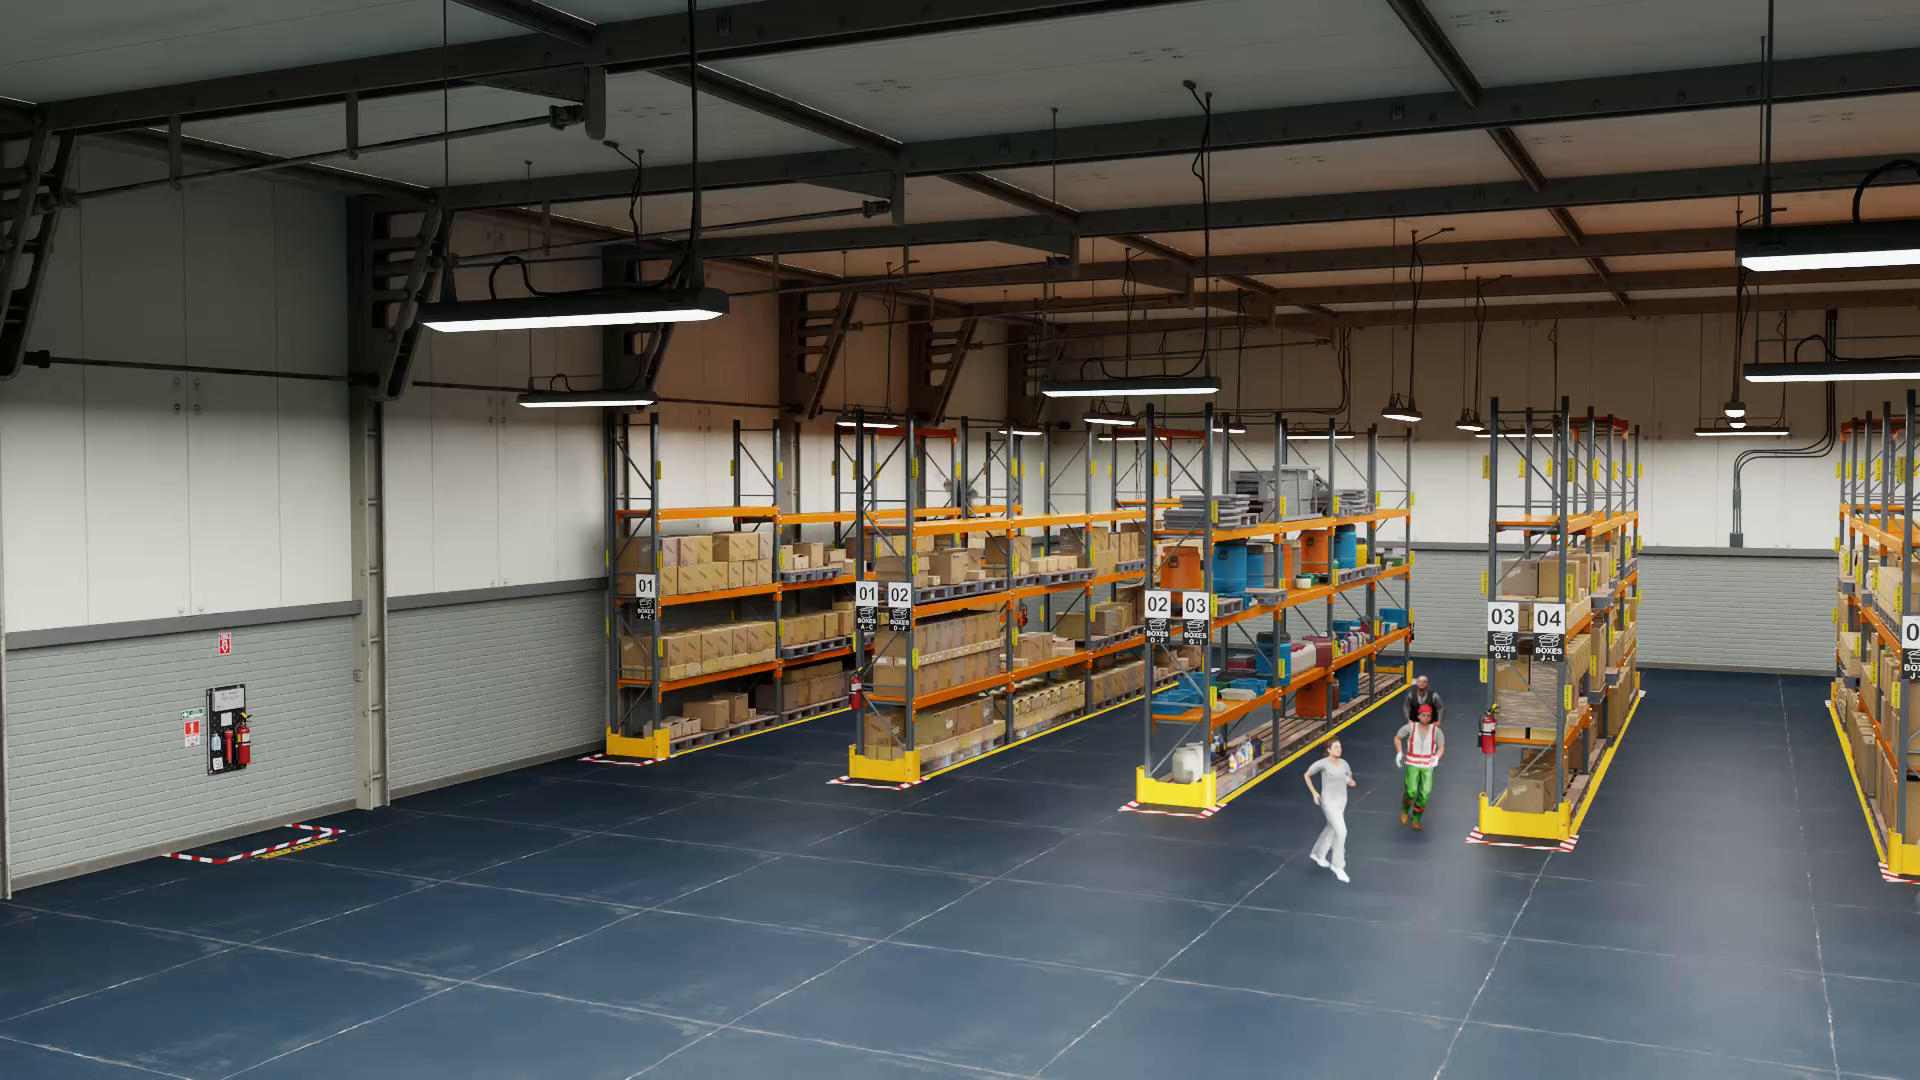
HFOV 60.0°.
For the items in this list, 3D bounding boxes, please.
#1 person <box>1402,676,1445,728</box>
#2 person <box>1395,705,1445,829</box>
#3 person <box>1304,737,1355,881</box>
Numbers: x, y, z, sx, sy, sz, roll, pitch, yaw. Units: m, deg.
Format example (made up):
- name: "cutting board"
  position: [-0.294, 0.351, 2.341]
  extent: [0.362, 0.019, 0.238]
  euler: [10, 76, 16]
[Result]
- name: "person"
  position: [7.499, 3.033, 26.925]
  extent: [0.687, 1.683, 0.641]
  euler: [1, 3, 19]
- name: "person"
  position: [6.401, 3.160, 23.106]
  extent: [0.658, 1.753, 0.596]
  euler: [0, 2, 8]
- name: "person"
  position: [4.589, 3.295, 20.550]
  extent: [0.537, 1.723, 0.768]
  euler: [-2, 3, -34]
